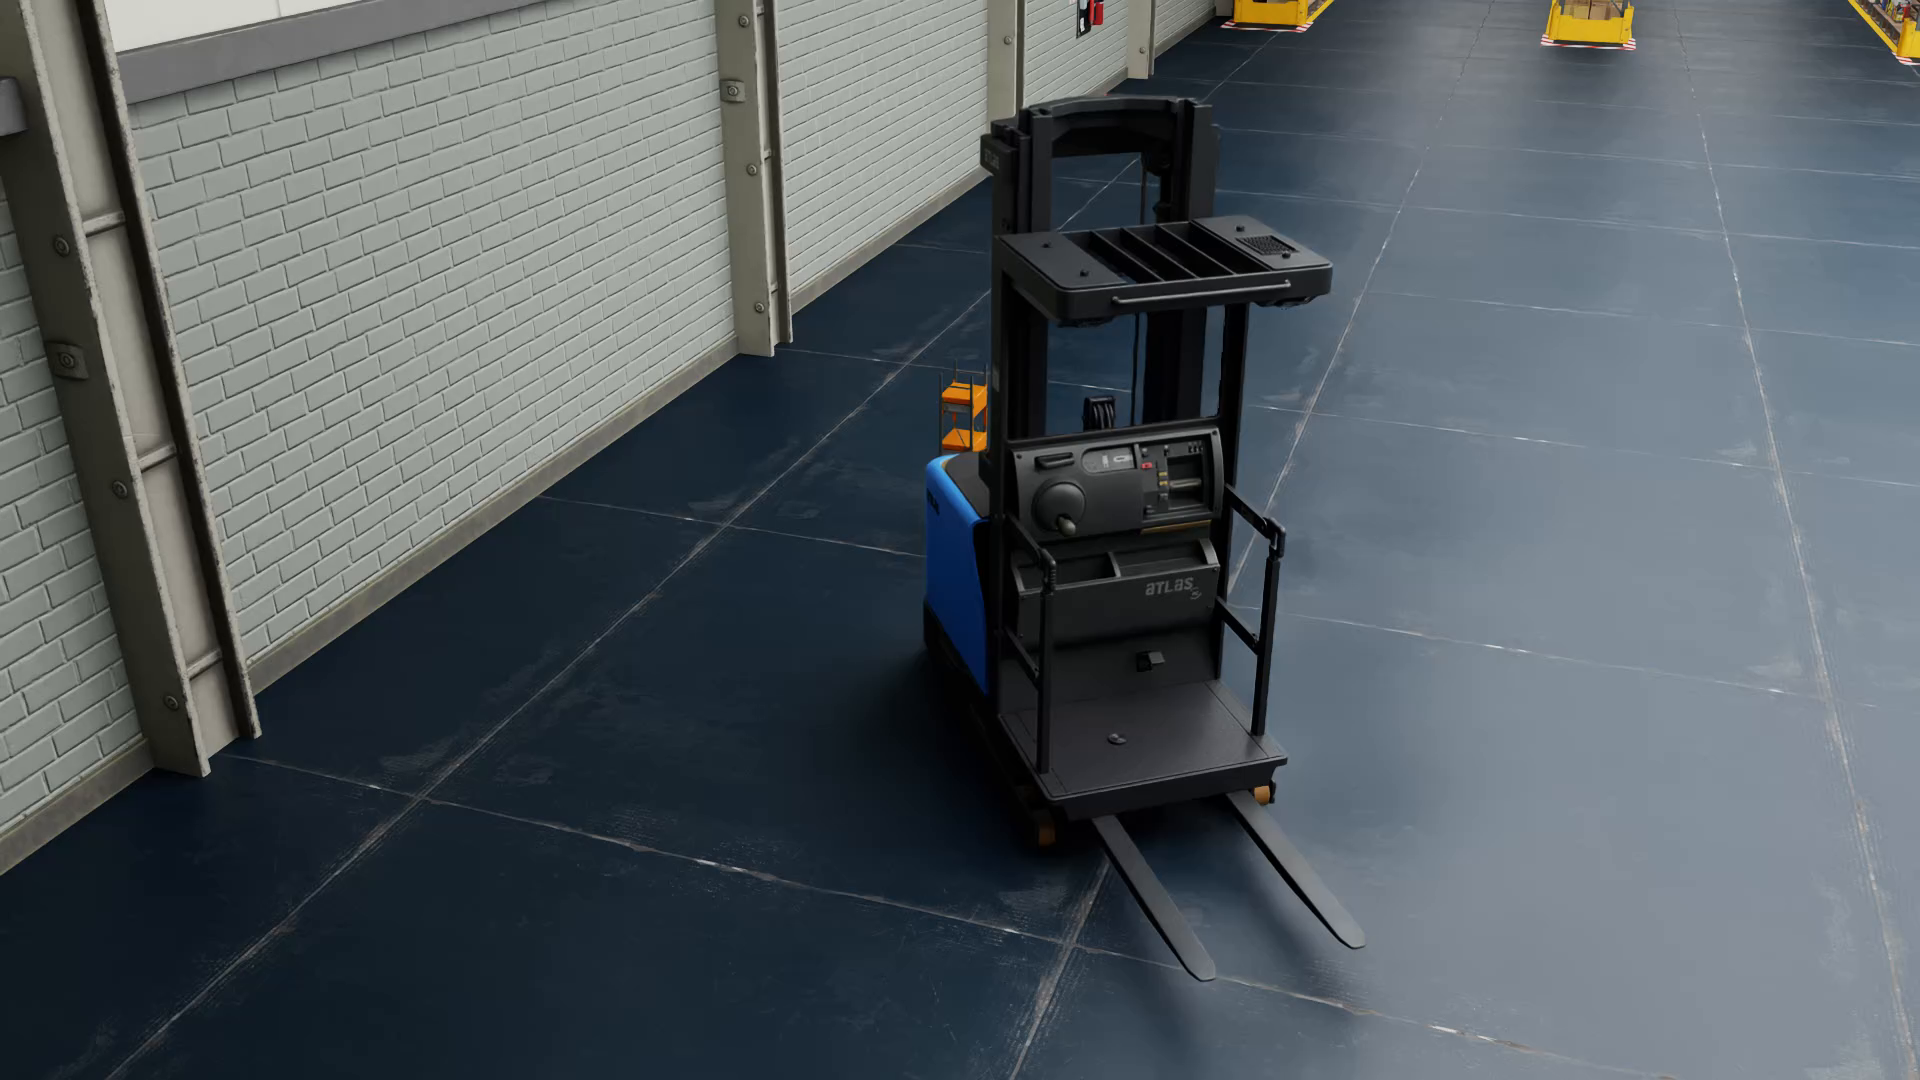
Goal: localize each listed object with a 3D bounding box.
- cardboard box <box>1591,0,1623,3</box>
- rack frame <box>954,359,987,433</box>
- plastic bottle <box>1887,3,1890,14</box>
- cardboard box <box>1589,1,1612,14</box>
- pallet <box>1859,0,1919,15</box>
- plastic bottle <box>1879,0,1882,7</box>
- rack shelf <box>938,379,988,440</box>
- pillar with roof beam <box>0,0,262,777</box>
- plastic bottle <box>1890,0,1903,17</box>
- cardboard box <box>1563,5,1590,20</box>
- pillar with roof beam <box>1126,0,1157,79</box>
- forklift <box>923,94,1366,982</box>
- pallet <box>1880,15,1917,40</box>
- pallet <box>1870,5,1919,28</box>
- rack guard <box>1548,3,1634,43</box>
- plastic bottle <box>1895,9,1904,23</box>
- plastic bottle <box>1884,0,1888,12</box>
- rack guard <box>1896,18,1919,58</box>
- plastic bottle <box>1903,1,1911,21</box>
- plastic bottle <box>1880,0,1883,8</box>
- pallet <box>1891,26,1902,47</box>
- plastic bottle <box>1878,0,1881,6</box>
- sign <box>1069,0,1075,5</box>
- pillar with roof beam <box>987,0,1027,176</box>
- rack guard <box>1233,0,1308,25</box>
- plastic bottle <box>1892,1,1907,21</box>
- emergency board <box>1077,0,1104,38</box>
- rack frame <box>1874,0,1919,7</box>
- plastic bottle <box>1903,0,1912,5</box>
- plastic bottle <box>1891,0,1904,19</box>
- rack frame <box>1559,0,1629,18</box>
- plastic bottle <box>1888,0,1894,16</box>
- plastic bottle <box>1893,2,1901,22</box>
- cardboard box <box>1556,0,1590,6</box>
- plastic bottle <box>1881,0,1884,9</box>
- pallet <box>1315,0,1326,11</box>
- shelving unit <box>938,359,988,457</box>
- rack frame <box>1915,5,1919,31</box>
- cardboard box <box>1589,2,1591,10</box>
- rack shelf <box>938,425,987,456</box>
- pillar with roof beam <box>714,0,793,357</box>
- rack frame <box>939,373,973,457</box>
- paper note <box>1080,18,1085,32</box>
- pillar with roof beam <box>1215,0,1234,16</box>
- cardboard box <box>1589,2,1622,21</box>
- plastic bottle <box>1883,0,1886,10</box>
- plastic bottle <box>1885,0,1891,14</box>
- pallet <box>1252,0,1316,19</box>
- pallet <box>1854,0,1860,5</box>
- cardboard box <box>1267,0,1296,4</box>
[{"bbox_3d":[10.287,-8.794,26.283,0.500,0.500,0.500,9,27,17],"label":"cardboard box"},{"bbox_3d":[0.058,-0.545,9.670,0.200,1.050,0.008,9,27,17],"label":"rack frame"},{"bbox_3d":[14.896,-8.511,26.593,0.097,0.201,0.097,0,26,0],"label":"plastic bottle"},{"bbox_3d":[10.285,-8.456,26.447,0.500,0.250,0.500,9,27,17],"label":"cardboard box"},{"bbox_3d":[15.960,-9.108,28.319,1.003,0.211,1.213,9,27,17],"label":"pallet"},{"bbox_3d":[15.182,-8.864,27.322,0.097,0.201,0.097,0,26,0],"label":"plastic bottle"},{"bbox_3d":[0.018,-0.740,9.448,0.215,0.259,0.240,9,27,17],"label":"rack shelf"},{"bbox_3d":[0.552,-2.454,4.492,9.100,9.000,0.400,9,27,17],"label":"pillar with roof beam"},{"bbox_3d":[14.809,-8.440,26.275,0.144,0.351,0.185,10,28,20],"label":"plastic bottle"},{"bbox_3d":[9.634,-8.325,26.176,0.500,0.250,0.500,9,27,17],"label":"cardboard box"},{"bbox_3d":[6.542,-9.851,19.769,9.100,9.000,0.400,9,27,17],"label":"pillar with roof beam"},{"bbox_3d":[0.737,-0.207,6.815,1.130,2.935,3.031,-8,27,-15],"label":"forklift"},{"bbox_3d":[15.068,-8.007,26.044,1.003,0.211,1.213,9,27,17],"label":"pallet"},{"bbox_3d":[15.472,-8.510,27.083,1.003,0.211,1.213,9,27,17],"label":"pallet"},{"bbox_3d":[9.726,-7.976,25.649,1.175,0.500,0.348,9,27,17],"label":"rack guard"},{"bbox_3d":[14.602,-8.148,25.842,0.097,0.201,0.097,0,26,0],"label":"plastic bottle"},{"bbox_3d":[15.012,-8.691,26.793,0.144,0.351,0.185,8,27,15],"label":"plastic bottle"},{"bbox_3d":[14.385,-7.304,24.261,1.175,0.500,0.348,9,27,17],"label":"rack guard"},{"bbox_3d":[14.812,-8.269,25.999,0.061,0.283,0.133,9,27,17],"label":"plastic bottle"},{"bbox_3d":[15.148,-8.822,27.235,0.097,0.201,0.097,0,26,0],"label":"plastic bottle"},{"bbox_3d":[14.660,-7.507,25.012,1.003,0.211,1.213,9,27,17],"label":"pallet"},{"bbox_3d":[15.216,-8.937,27.393,0.097,0.271,0.097,0,26,0],"label":"plastic bottle"},{"bbox_3d":[1.343,-6.569,19.834,0.001,0.329,0.234,9,27,17],"label":"sign"},{"bbox_3d":[4.545,-7.385,14.677,9.100,9.000,0.400,9,27,17],"label":"pillar with roof beam"},{"bbox_3d":[5.087,-8.734,27.215,1.175,0.500,0.348,9,27,17],"label":"rack guard"},{"bbox_3d":[14.712,-8.281,26.032,0.152,0.276,0.135,9,27,18],"label":"plastic bottle"},{"bbox_3d":[1.624,-6.765,20.280,0.194,1.169,0.643,9,27,17],"label":"emergency board"},{"bbox_3d":[15.735,-10.035,27.033,1.000,3.000,0.127,9,27,17],"label":"rack frame"},{"bbox_3d":[15.019,-8.472,26.426,0.152,0.276,0.135,9,27,17],"label":"plastic bottle"},{"bbox_3d":[14.758,-8.338,26.149,0.152,0.276,0.135,8,27,16],"label":"plastic bottle"},{"bbox_3d":[9.734,-9.111,25.125,1.000,3.000,0.127,9,27,17],"label":"rack frame"},{"bbox_3d":[14.871,-8.517,26.433,0.144,0.351,0.185,9,27,17],"label":"plastic bottle"},{"bbox_3d":[14.624,-8.235,25.929,0.061,0.283,0.133,9,27,19],"label":"plastic bottle"},{"bbox_3d":[9.632,-8.663,26.013,0.500,0.500,0.500,9,27,17],"label":"cardboard box"},{"bbox_3d":[15.134,-8.803,27.109,0.152,0.276,0.135,10,27,19],"label":"plastic bottle"},{"bbox_3d":[5.798,-9.432,28.988,1.003,0.211,1.213,9,27,17],"label":"pallet"},{"bbox_3d":[0.018,-0.495,9.567,0.215,1.050,0.252,9,27,17],"label":"shelving unit"},{"bbox_3d":[14.404,-8.391,23.638,1.000,3.000,0.127,9,27,17],"label":"rack frame"},{"bbox_3d":[10.452,-8.662,26.871,0.500,0.250,0.500,9,27,17],"label":"cardboard box"},{"bbox_3d":[0.018,-0.485,9.571,0.215,0.259,0.240,9,27,17],"label":"rack shelf"},{"bbox_3d":[2.549,-4.919,9.584,9.100,9.000,0.400,9,27,17],"label":"pillar with roof beam"},{"bbox_3d":[-0.023,-0.444,9.463,0.200,1.050,0.008,9,27,17],"label":"rack frame"},{"bbox_3d":[1.500,-6.306,20.342,0.016,0.148,0.142,9,27,17],"label":"paper note"},{"bbox_3d":[8.539,-12.316,24.862,9.100,9.000,0.400,9,27,17],"label":"pillar with roof beam"},{"bbox_3d":[10.123,-8.250,26.021,0.500,0.250,0.500,9,27,17],"label":"cardboard box"},{"bbox_3d":[15.075,-8.769,26.954,0.144,0.351,0.185,10,27,19],"label":"plastic bottle"},{"bbox_3d":[14.918,-8.599,26.680,0.061,0.283,0.133,10,28,20],"label":"plastic bottle"},{"bbox_3d":[5.391,-8.932,27.956,1.003,0.211,1.213,9,27,17],"label":"pallet"},{"bbox_3d":[16.364,-9.611,29.358,1.003,0.211,1.213,9,27,17],"label":"pallet"},{"bbox_3d":[5.377,-9.087,27.656,0.500,0.311,0.500,6,26,12],"label":"cardboard box"}]
